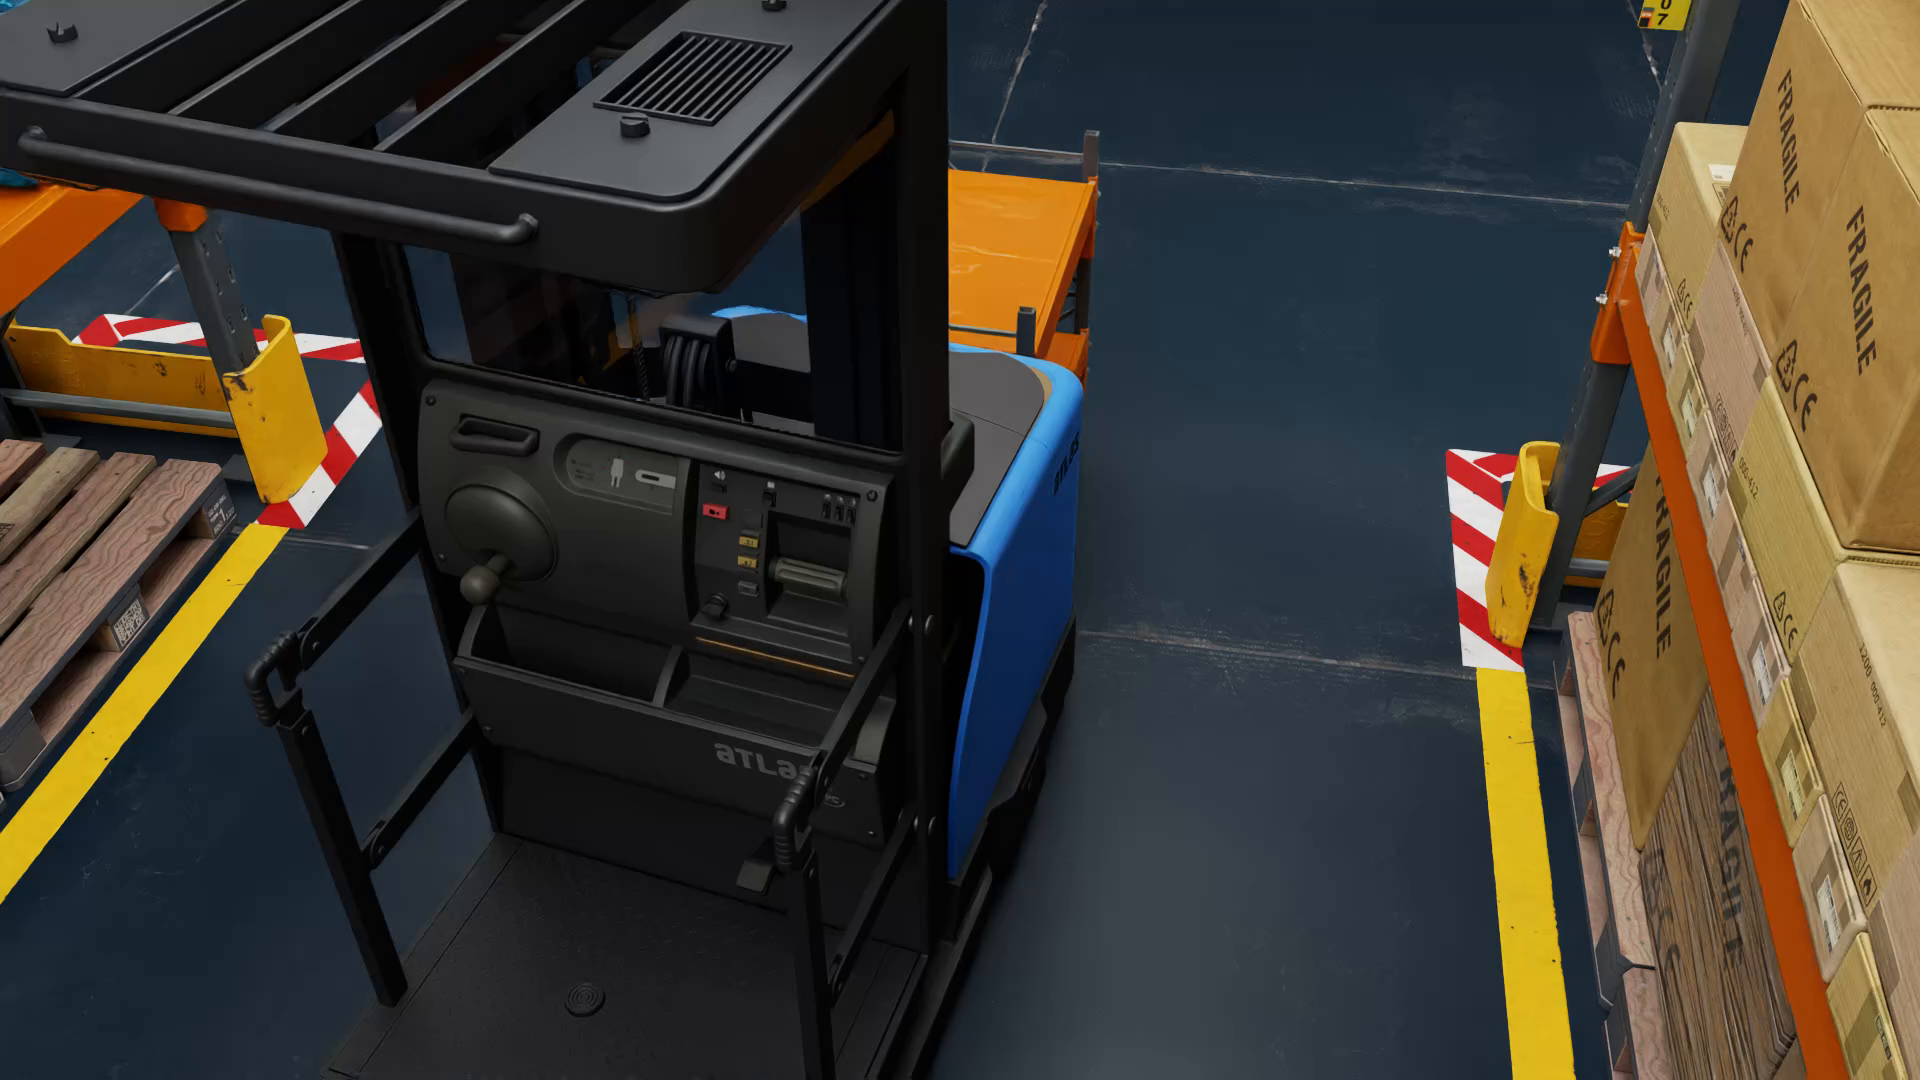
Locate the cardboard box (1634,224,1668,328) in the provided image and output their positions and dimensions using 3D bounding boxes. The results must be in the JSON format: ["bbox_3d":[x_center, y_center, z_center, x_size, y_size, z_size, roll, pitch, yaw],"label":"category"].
[{"bbox_3d":[1.774,-0.593,3.810,0.380,0.149,0.250,7,40,8],"label":"cardboard box"}]

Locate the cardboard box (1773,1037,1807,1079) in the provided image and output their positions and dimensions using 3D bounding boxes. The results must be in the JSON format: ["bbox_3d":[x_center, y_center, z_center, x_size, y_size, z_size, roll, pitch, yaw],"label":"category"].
[{"bbox_3d":[1.817,1.321,2.636,0.875,0.875,0.875,6,40,8],"label":"cardboard box"}]

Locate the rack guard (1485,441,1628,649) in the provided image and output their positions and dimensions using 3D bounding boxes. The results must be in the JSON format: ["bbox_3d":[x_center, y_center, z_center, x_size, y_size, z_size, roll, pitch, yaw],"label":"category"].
[{"bbox_3d":[2.165,0.072,4.770,1.175,0.500,0.348,6,40,8],"label":"rack guard"}]

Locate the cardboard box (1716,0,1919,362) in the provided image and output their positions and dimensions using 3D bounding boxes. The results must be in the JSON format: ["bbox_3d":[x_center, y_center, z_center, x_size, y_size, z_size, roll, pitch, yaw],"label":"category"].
[{"bbox_3d":[1.725,-0.637,2.962,0.500,0.500,0.500,5,40,7],"label":"cardboard box"}]

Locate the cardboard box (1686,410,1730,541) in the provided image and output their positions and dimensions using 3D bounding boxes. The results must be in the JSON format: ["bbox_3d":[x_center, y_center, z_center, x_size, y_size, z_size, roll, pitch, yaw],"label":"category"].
[{"bbox_3d":[1.643,-0.107,3.223,0.380,0.149,0.250,6,40,7],"label":"cardboard box"}]

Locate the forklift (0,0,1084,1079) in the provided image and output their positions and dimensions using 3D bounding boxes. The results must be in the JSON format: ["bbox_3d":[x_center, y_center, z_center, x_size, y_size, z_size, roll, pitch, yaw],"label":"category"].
[{"bbox_3d":[-0.644,0.056,2.882,1.130,2.935,3.031,12,41,15],"label":"forklift"}]

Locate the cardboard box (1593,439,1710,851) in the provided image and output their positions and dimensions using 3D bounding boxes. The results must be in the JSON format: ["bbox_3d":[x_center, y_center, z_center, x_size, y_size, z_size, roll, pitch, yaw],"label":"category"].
[{"bbox_3d":[2.129,0.191,4.002,0.875,0.875,0.875,6,40,8],"label":"cardboard box"}]

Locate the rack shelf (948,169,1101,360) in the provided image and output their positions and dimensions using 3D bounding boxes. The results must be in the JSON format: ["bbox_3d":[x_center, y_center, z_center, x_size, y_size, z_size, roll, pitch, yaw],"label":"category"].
[{"bbox_3d":[0.057,-0.720,4.779,0.538,0.278,1.000,8,40,10],"label":"rack shelf"}]

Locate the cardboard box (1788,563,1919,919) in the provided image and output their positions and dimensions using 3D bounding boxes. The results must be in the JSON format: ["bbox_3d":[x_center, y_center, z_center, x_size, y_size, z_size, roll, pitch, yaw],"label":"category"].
[{"bbox_3d":[1.553,0.308,2.407,0.500,0.250,0.500,6,40,7],"label":"cardboard box"}]

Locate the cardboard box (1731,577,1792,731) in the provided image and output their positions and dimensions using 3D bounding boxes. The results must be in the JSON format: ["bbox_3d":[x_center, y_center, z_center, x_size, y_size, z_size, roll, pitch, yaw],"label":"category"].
[{"bbox_3d":[1.554,0.214,2.834,0.380,0.149,0.250,6,40,7],"label":"cardboard box"}]

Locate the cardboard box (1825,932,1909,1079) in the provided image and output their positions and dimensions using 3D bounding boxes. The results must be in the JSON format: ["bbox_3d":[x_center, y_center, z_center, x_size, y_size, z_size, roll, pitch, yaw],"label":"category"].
[{"bbox_3d":[1.421,0.697,2.250,0.380,0.149,0.250,6,40,7],"label":"cardboard box"}]

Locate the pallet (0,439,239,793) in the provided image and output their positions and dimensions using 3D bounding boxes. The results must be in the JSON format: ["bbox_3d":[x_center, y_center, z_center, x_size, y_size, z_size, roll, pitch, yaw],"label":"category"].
[{"bbox_3d":[-2.899,0.166,4.884,1.003,0.211,1.213,6,40,8],"label":"pallet"}]

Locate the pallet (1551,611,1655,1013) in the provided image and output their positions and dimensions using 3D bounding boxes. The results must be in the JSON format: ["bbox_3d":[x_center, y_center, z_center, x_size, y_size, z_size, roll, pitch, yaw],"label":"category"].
[{"bbox_3d":[2.099,0.709,4.227,1.003,0.211,1.213,6,40,8],"label":"pallet"}]

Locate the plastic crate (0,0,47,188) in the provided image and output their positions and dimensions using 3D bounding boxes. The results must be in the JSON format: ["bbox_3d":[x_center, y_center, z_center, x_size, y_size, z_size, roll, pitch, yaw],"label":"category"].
[{"bbox_3d":[-2.592,-1.228,4.307,0.616,0.435,0.499,6,40,8],"label":"plastic crate"}]

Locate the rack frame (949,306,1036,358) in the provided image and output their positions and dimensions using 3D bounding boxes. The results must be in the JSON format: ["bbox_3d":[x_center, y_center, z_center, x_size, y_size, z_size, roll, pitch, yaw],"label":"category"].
[{"bbox_3d":[-0.055,-0.179,4.583,0.500,1.125,0.032,8,40,10],"label":"rack frame"}]

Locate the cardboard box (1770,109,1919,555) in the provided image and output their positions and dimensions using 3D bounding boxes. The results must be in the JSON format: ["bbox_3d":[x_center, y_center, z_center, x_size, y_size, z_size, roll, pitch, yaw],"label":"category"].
[{"bbox_3d":[1.641,-0.311,2.568,0.500,0.500,0.500,5,40,6],"label":"cardboard box"}]

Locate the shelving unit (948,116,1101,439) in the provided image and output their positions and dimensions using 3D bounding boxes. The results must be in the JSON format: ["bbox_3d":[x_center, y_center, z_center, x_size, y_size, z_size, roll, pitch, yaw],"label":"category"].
[{"bbox_3d":[0.057,-0.494,4.965,0.538,1.125,1.048,8,40,10],"label":"shelving unit"}]

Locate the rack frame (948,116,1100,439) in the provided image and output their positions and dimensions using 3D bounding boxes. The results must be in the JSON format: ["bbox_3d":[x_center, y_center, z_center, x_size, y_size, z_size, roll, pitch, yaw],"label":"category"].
[{"bbox_3d":[0.170,-0.810,5.347,0.500,1.125,0.032,8,40,10],"label":"rack frame"}]

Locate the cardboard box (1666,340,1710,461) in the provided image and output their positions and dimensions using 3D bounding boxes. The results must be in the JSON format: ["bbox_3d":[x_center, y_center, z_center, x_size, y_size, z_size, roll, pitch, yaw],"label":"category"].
[{"bbox_3d":[1.687,-0.271,3.421,0.380,0.149,0.250,6,40,7],"label":"cardboard box"}]

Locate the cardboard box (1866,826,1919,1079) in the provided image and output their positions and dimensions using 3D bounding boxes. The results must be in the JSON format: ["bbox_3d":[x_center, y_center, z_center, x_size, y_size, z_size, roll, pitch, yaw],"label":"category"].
[{"bbox_3d":[1.462,0.626,2.023,0.500,0.250,0.500,7,40,9],"label":"cardboard box"}]

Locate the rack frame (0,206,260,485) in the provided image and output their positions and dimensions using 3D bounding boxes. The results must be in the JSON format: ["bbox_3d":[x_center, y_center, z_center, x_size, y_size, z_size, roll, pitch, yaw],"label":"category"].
[{"bbox_3d":[-2.718,-1.422,4.616,1.000,3.000,0.127,6,40,8],"label":"rack frame"}]

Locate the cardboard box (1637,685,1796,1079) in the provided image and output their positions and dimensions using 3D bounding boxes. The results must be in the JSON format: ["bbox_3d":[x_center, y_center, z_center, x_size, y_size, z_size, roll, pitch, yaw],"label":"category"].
[{"bbox_3d":[1.971,0.763,3.312,0.875,0.875,0.875,6,40,8],"label":"cardboard box"}]

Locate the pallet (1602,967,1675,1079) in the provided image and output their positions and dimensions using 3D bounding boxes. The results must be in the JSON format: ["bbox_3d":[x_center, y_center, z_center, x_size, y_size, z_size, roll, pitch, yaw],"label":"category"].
[{"bbox_3d":[1.886,1.472,3.303,1.003,0.211,1.213,6,40,8],"label":"pallet"}]

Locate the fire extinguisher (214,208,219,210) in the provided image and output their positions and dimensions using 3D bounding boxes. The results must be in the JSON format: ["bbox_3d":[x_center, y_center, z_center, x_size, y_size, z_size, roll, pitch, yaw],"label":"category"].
[{"bbox_3d":[-2.244,-1.293,4.813,0.296,0.674,0.183,6,40,8],"label":"fire extinguisher"}]

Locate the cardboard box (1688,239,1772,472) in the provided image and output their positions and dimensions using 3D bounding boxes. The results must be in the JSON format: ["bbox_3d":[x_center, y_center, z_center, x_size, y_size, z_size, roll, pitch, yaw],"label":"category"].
[{"bbox_3d":[1.728,-0.334,3.185,0.500,0.250,0.500,6,40,7],"label":"cardboard box"}]

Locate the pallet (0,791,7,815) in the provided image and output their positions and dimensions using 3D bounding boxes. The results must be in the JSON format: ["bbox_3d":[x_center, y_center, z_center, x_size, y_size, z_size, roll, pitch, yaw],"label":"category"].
[{"bbox_3d":[-3.112,0.929,3.961,1.003,0.211,1.213,6,40,8],"label":"pallet"}]

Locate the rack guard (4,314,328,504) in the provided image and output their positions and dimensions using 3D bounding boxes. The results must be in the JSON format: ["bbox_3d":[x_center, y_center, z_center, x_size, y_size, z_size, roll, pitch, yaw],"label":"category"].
[{"bbox_3d":[-2.726,-0.475,5.433,1.175,0.500,0.348,6,40,8],"label":"rack guard"}]

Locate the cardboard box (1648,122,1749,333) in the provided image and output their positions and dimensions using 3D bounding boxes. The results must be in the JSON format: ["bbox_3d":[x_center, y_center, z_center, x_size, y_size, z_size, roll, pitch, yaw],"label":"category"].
[{"bbox_3d":[1.812,-0.661,3.580,0.500,0.250,0.500,5,40,6],"label":"cardboard box"}]

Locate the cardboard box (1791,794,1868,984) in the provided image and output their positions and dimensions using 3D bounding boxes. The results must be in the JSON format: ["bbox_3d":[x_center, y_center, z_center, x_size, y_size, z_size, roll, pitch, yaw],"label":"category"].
[{"bbox_3d":[1.466,0.537,2.443,0.380,0.149,0.250,7,40,8],"label":"cardboard box"}]

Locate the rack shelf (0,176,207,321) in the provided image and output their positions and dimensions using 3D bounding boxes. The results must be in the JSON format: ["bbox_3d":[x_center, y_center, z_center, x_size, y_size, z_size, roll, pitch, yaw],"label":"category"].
[{"bbox_3d":[-3.064,0.110,3.327,1.077,0.370,4.000,6,40,8],"label":"rack shelf"}]

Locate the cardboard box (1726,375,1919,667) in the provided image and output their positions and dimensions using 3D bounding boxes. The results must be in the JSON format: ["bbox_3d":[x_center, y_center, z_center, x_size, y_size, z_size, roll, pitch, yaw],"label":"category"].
[{"bbox_3d":[1.638,-0.020,2.804,0.500,0.250,0.500,5,40,6],"label":"cardboard box"}]

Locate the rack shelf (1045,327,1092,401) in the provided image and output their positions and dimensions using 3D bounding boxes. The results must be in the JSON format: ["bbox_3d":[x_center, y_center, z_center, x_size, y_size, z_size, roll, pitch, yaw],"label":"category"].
[{"bbox_3d":[0.057,-0.306,5.121,0.538,0.278,1.000,8,40,10],"label":"rack shelf"}]

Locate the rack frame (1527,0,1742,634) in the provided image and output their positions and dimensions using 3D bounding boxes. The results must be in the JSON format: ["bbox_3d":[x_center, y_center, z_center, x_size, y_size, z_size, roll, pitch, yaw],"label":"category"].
[{"bbox_3d":[2.161,-0.876,3.956,1.000,3.000,0.127,6,40,8],"label":"rack frame"}]

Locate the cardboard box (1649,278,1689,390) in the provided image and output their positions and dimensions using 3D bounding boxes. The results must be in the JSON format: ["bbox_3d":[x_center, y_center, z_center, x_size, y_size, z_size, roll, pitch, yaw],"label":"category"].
[{"bbox_3d":[1.731,-0.432,3.615,0.380,0.149,0.250,6,40,7],"label":"cardboard box"}]

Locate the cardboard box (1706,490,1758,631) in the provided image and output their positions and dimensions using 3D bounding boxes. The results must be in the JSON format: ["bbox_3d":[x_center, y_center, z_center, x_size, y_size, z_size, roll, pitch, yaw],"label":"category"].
[{"bbox_3d":[1.598,0.052,3.030,0.380,0.149,0.250,6,40,7],"label":"cardboard box"}]

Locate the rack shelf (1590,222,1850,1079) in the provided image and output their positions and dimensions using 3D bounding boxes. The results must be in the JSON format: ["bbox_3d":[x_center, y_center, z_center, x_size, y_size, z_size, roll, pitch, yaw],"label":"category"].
[{"bbox_3d":[1.815,0.656,2.667,1.077,0.370,4.000,6,40,8],"label":"rack shelf"}]

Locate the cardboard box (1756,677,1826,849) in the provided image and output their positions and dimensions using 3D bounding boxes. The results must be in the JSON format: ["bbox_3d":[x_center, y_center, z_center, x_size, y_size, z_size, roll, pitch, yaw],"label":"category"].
[{"bbox_3d":[1.509,0.373,2.642,0.380,0.149,0.250,5,40,7],"label":"cardboard box"}]

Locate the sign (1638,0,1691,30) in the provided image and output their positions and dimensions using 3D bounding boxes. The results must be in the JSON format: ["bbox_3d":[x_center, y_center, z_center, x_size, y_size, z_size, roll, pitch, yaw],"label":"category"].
[{"bbox_3d":[1.615,-1.305,3.733,0.100,0.325,0.005,6,40,8],"label":"sign"}]
